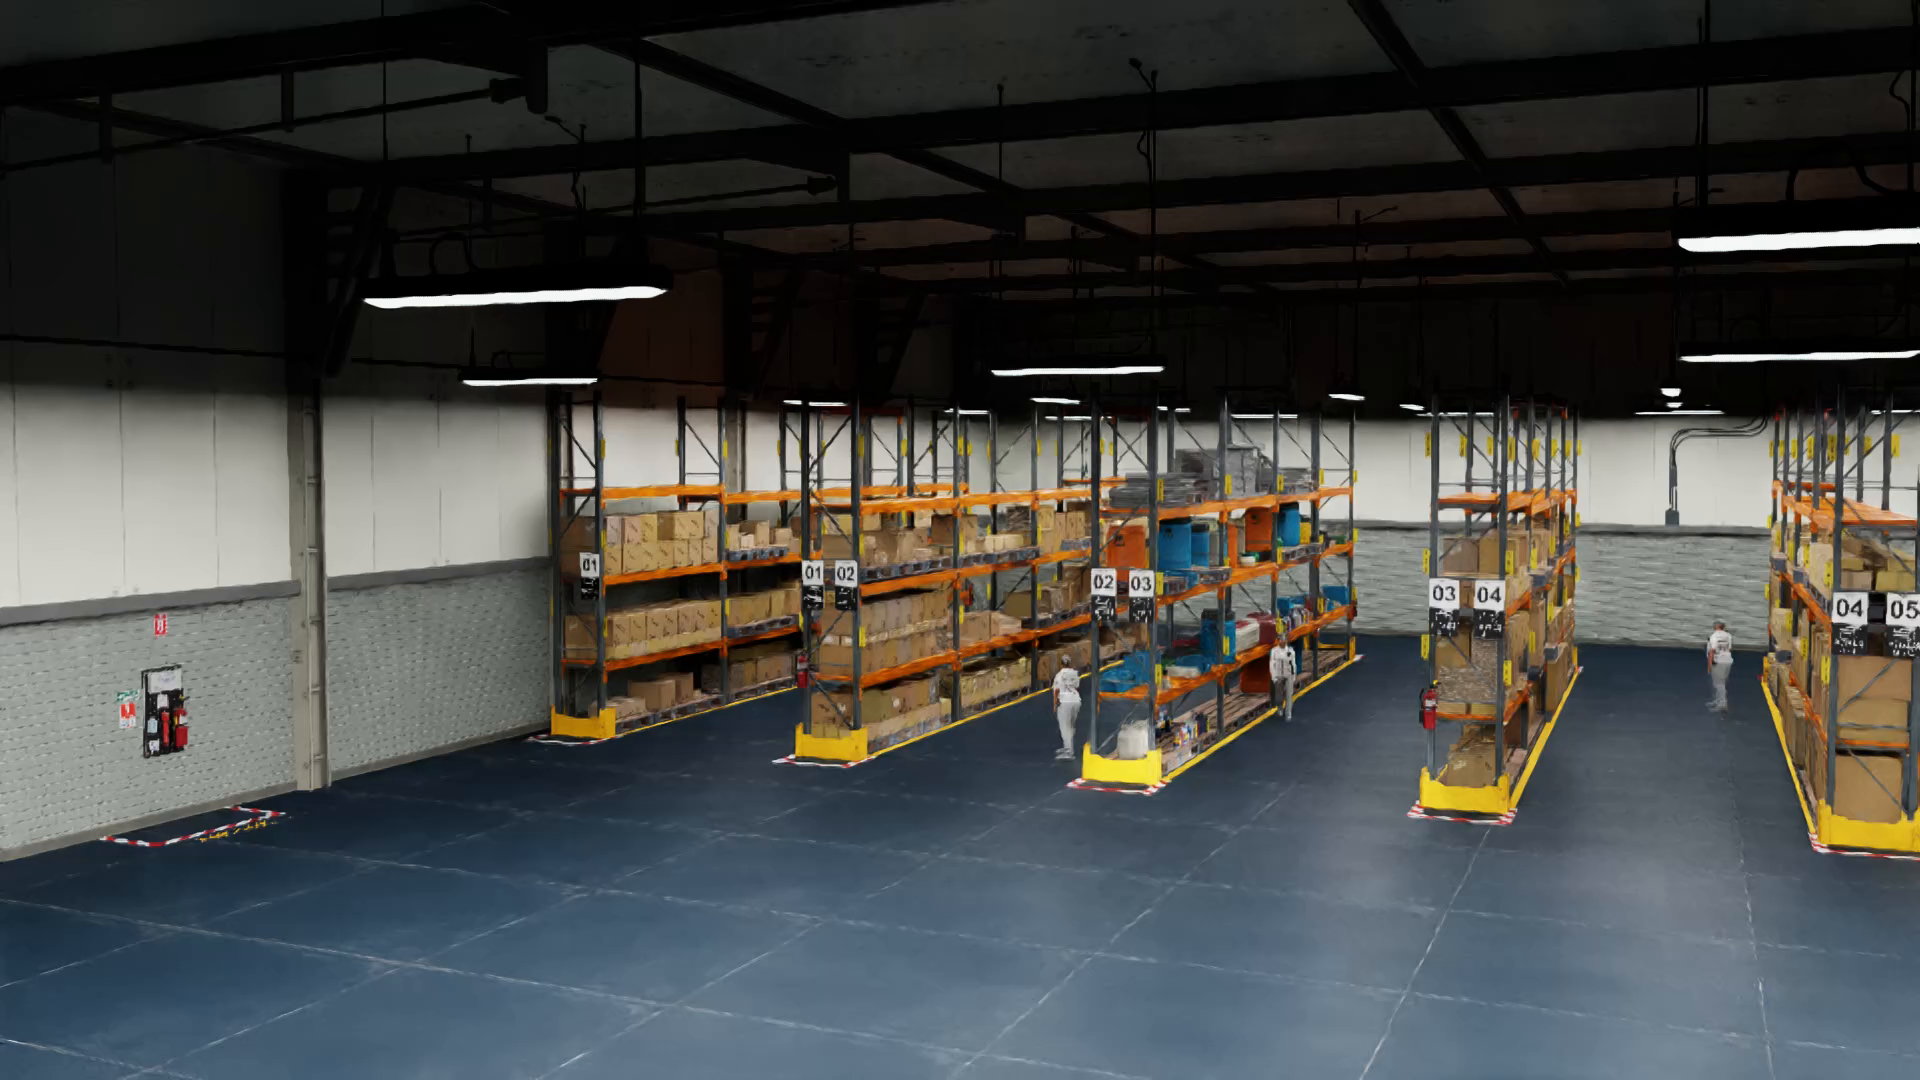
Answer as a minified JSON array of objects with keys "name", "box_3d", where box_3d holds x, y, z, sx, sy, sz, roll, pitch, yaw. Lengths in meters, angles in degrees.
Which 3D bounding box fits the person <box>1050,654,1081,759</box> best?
[{"name":"person","box_3d":[1.705,2.673,26.928,0.563,1.654,0.602,3,4,44]}]

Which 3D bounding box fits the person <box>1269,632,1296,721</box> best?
[{"name":"person","box_3d":[5.939,2.482,30.626,0.483,1.621,0.993,1,3,15]}]

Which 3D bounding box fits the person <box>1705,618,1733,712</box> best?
[{"name":"person","box_3d":[14.436,2.362,31.694,0.654,1.748,0.586,-2,4,-35]}]
